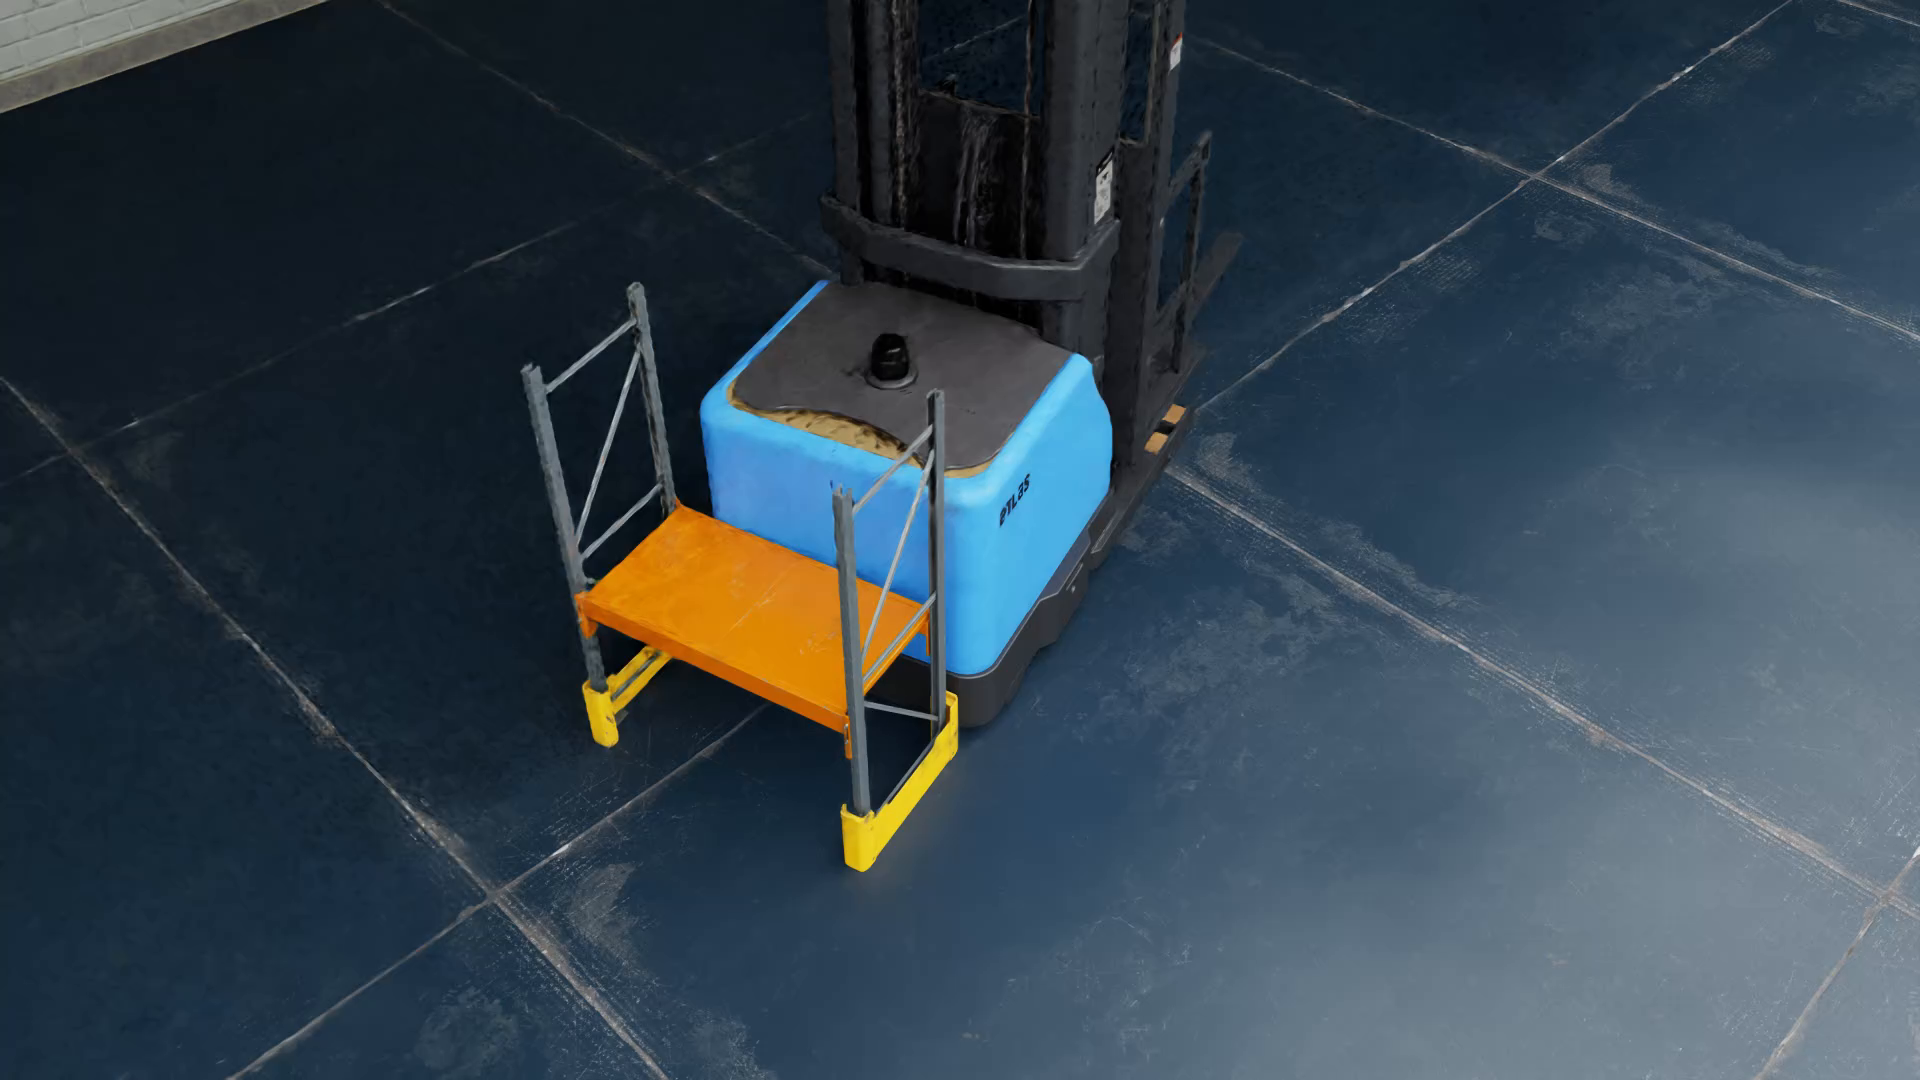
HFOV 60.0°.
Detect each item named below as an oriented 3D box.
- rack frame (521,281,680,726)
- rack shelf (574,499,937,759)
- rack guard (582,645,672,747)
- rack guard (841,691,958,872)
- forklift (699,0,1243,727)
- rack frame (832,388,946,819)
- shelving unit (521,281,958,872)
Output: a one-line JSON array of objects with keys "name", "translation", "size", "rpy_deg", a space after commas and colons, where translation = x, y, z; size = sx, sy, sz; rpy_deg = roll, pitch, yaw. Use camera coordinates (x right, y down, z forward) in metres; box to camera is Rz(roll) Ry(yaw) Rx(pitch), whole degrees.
[{"name": "rack frame", "translation": [-1.061, -0.053, 5.202], "size": [0.032, 1.500, 0.500], "rpy_deg": [22, 47, 22]}, {"name": "rack shelf", "translation": [-0.622, 0.252, 5.137], "size": [1.000, 0.185, 0.538], "rpy_deg": [22, 47, 22]}, {"name": "rack guard", "translation": [-1.045, 0.413, 5.619], "size": [0.087, 0.250, 0.587], "rpy_deg": [22, 47, 22]}, {"name": "rack guard", "translation": [-0.183, 0.752, 5.252], "size": [0.087, 0.250, 0.587], "rpy_deg": [22, 47, 22]}, {"name": "forklift", "translation": [0.281, -1.459, 5.670], "size": [1.130, 2.935, 3.031], "rpy_deg": [19, 46, 19]}, {"name": "rack frame", "translation": [-0.182, 0.294, 4.827], "size": [0.032, 1.500, 0.500], "rpy_deg": [22, 47, 22]}, {"name": "shelving unit", "translation": [-0.614, 0.123, 5.011], "size": [1.083, 1.500, 0.587], "rpy_deg": [22, 47, 22]}]
